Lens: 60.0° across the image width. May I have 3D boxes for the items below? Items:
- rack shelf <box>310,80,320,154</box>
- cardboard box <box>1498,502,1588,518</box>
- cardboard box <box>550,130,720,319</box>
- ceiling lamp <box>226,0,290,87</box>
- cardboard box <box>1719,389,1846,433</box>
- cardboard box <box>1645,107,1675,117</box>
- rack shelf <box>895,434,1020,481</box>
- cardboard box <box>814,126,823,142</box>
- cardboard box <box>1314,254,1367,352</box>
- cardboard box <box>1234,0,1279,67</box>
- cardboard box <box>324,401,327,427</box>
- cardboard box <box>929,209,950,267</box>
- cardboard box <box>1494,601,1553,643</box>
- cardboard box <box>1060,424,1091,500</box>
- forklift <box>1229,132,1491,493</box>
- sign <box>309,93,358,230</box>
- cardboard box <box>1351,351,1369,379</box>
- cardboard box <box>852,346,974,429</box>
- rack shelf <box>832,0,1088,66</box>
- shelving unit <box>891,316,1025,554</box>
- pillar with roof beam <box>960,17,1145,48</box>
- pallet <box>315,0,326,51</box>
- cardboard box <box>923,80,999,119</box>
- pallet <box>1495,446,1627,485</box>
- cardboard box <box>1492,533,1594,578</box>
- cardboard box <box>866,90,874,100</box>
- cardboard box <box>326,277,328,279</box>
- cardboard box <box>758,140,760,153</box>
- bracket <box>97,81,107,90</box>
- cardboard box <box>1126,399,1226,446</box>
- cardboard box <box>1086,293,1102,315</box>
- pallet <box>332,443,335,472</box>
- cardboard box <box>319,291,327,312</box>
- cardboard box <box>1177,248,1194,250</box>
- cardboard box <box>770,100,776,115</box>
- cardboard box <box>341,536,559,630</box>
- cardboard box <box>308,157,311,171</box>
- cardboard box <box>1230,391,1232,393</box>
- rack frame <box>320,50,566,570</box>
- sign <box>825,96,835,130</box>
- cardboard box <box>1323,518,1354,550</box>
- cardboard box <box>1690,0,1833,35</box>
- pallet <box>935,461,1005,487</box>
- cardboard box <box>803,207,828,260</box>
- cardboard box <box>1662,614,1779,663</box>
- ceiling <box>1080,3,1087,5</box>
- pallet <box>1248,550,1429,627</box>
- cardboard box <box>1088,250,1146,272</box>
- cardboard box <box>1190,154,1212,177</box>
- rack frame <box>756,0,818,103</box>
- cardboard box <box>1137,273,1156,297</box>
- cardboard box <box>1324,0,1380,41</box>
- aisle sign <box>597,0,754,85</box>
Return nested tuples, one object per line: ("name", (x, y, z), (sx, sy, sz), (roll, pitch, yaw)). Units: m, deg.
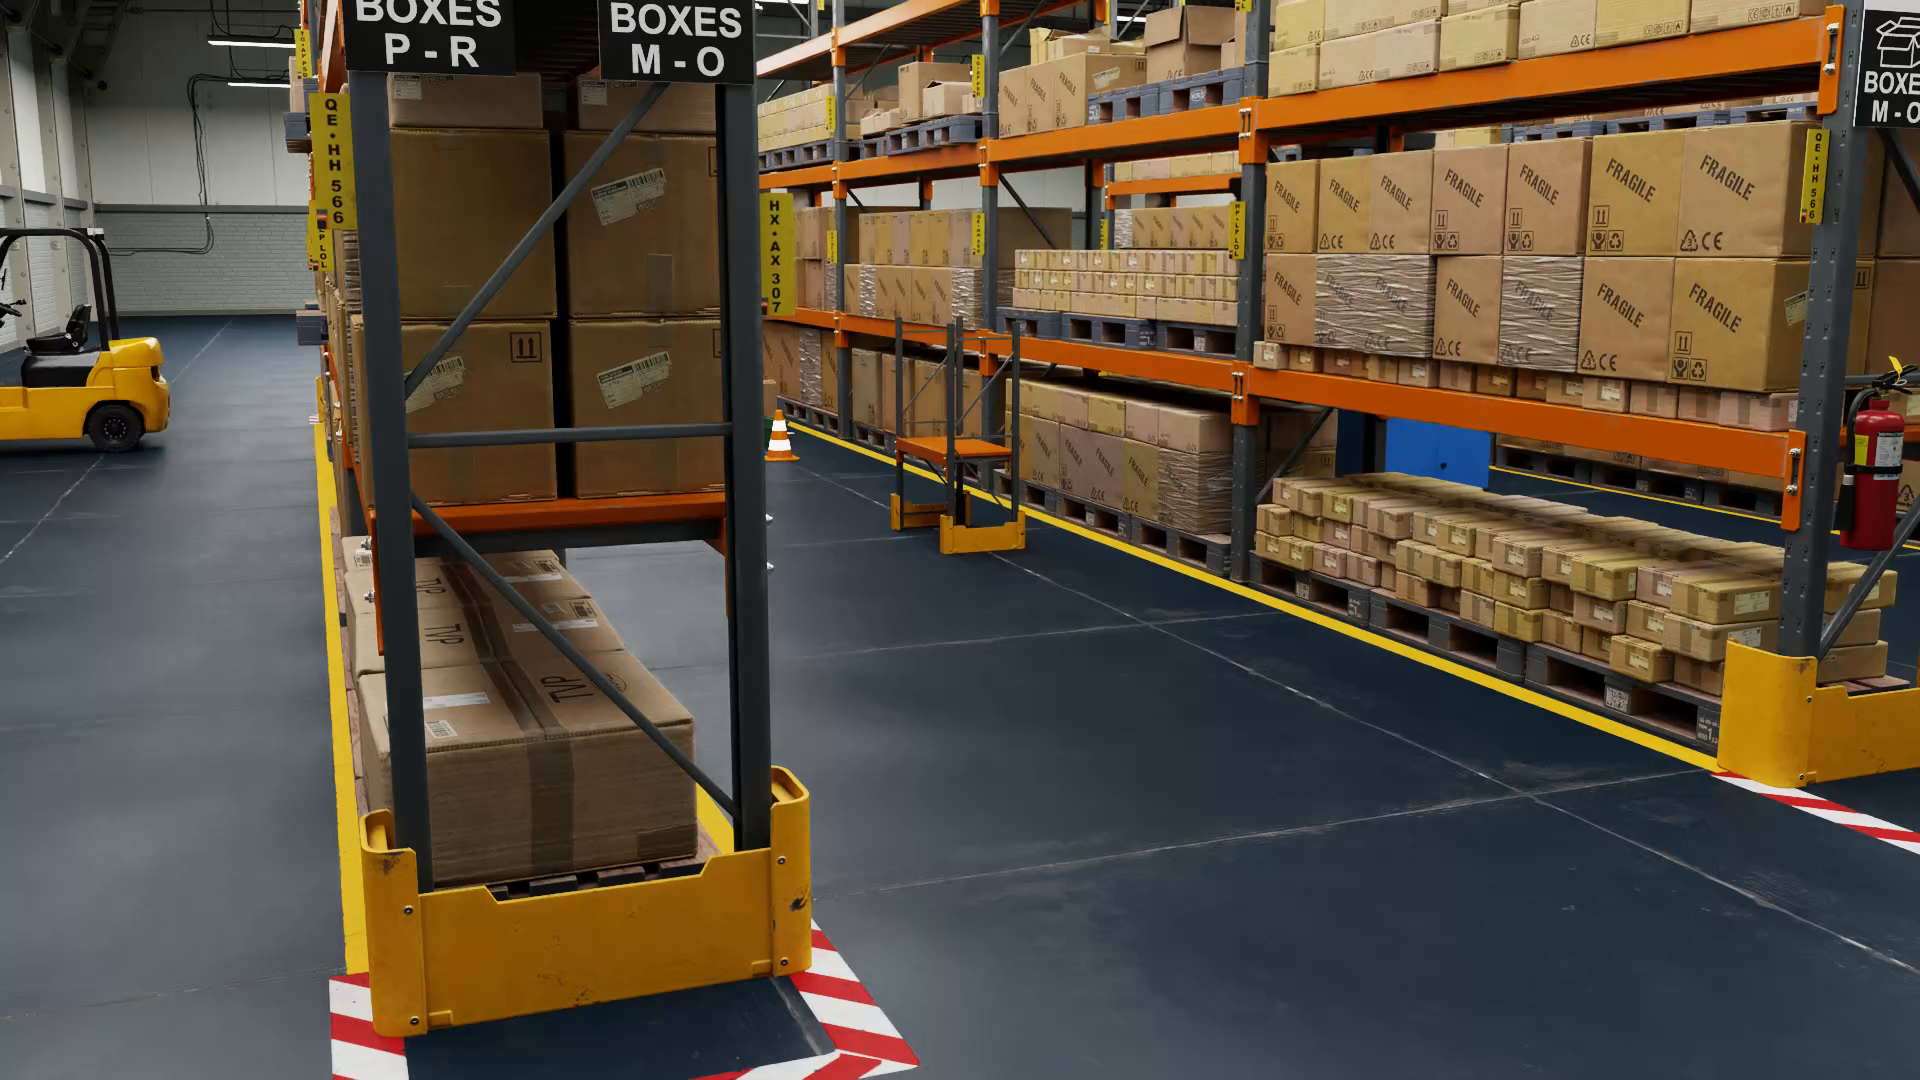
("rack shelf", (-3.188, -2.370, 9.666), (1.077, 0.370, 4.000), (-4, 11, -21))
("cardboard box", (3.026, -0.098, 8.646), (0.380, 0.149, 0.250), (-4, 11, -23))
("cardboard box", (-0.923, -0.906, 4.806), (0.500, 0.500, 0.500), (-4, 11, -22))
("ceiling lamp", (-17.069, -12.788, 40.948), (2.000, 3.185, 0.800), (-4, 11, -21))
("cardboard box", (3.181, -0.510, 6.439), (0.380, 0.149, 0.250), (-4, 11, -21))
("cardboard box", (6.006, -3.705, 13.634), (0.500, 0.500, 0.500), (-3, 11, -18))
("rack shelf", (-0.031, -0.575, 11.399), (0.538, 0.185, 1.000), (-4, 11, -21))
("cardboard box", (-1.307, -4.246, 17.396), (0.380, 0.149, 0.250), (-4, 11, -20))
("cardboard box", (2.244, -1.270, 8.859), (0.500, 0.500, 0.500), (-4, 11, -21))
("cardboard box", (2.078, -3.053, 9.968), (0.700, 0.500, 0.500), (-4, 11, -21))
("cardboard box", (-6.030, -1.245, 16.507), (0.500, 0.250, 0.500), (-4, 11, -22))
("cardboard box", (0.138, -2.686, 14.813), (0.700, 0.500, 0.500), (-4, 11, -22))
("cardboard box", (2.722, 0.365, 7.747), (0.380, 0.149, 0.250), (-4, 11, -23))
("cardboard box", (1.058, -0.583, 12.073), (0.500, 0.500, 0.500), (-4, 11, -22))
("forklift", (2.711, -1.709, 12.657), (1.130, 2.935, 3.031), (-4, 11, -22))
("sign", (-1.525, -0.922, 4.057), (0.100, 0.325, 0.005), (-4, 11, -21))
("cardboard box", (2.312, -0.938, 8.847), (0.380, 0.149, 0.250), (-4, 11, -23))
("cardboard box", (-0.477, -1.561, 16.853), (1.050, 0.750, 0.750), (-4, 11, -21))
("rack shelf", (-0.061, -4.633, 14.968), (1.077, 0.370, 4.000), (-4, 11, -21))
("shelving unit", (-0.028, -0.751, 11.359), (0.587, 1.500, 1.083), (-4, 11, -21))
("pillar with roof beam", (2.450, -11.969, 53.013), (9.100, 9.000, 0.548), (-4, 11, -21))
("pallet", (-2.177, -2.220, 7.021), (1.003, 0.211, 1.213), (-4, 11, -21))
("cardboard box", (0.005, -3.745, 14.112), (0.500, 0.311, 0.500), (-4, 11, -21))
("pallet", (5.539, -0.696, 14.731), (1.003, 0.211, 1.213), (-4, 11, -21))
("cardboard box", (2.701, 0.070, 7.705), (0.380, 0.149, 0.250), (-3, 11, -19))
("cardboard box", (-0.786, -4.723, 17.796), (0.380, 0.149, 0.250), (-4, 11, -21))
("cardboard box", (-3.604, -1.481, 10.181), (0.500, 0.250, 0.500), (-4, 11, -21))
("cardboard box", (-2.227, -4.660, 19.722), (0.380, 0.149, 0.250), (-4, 11, -21))
("bracket", (-23.575, -12.493, 45.678), (0.235, 0.232, 0.430), (-4, 11, -21))
("cardboard box", (1.434, -0.787, 11.076), (0.500, 0.250, 0.500), (-3, 11, -18))
("cardboard box", (1.120, -1.685, 11.847), (0.380, 0.149, 0.250), (-4, 11, -20))
("pallet", (-5.079, -0.727, 14.902), (1.003, 0.211, 1.213), (-4, 11, -21))
("cardboard box", (-4.549, -1.773, 12.339), (0.380, 0.149, 0.250), (-4, 11, -21))
("cardboard box", (3.202, -3.372, 20.675), (0.875, 0.500, 0.500), (-4, 11, -21))
("cardboard box", (-1.951, -4.929, 18.958), (0.380, 0.149, 0.250), (-4, 11, -22))
("cardboard box", (-2.336, 0.243, 7.604), (0.875, 0.438, 0.875), (-4, 11, -22))
("cardboard box", (-6.995, -4.158, 18.381), (0.380, 0.149, 0.250), (-4, 11, -21))
("cardboard box", (3.551, -1.992, 19.994), (0.500, 0.500, 0.500), (0, 10, -3))
("rack frame", (-2.464, -0.921, 8.031), (1.000, 3.000, 0.127), (-4, 11, -21))
("sign", (-1.302, -4.292, 16.716), (0.100, 0.325, 0.005), (-4, 11, -21))
("cardboard box", (2.244, -0.048, 9.219), (0.380, 0.149, 0.250), (-4, 11, -21))
("cardboard box", (3.151, -2.059, 6.292), (0.500, 0.250, 0.500), (-4, 11, -22))
("pallet", (0.448, -0.665, 14.554), (1.003, 0.211, 1.213), (-4, 11, -21))
("cardboard box", (-1.195, -3.307, 17.937), (0.875, 0.550, 0.550), (-4, 11, -21))
("cardboard box", (3.106, 0.384, 6.788), (0.380, 0.149, 0.250), (-4, 11, -22))
("ceiling", (1.944, -15.236, 45.683), (6.000, 0.001, 6.000), (-4, 11, -21))
("pallet", (2.390, 0.229, 9.530), (1.003, 0.211, 1.213), (-4, 11, -21))
("cardboard box", (1.128, -1.978, 11.794), (0.380, 0.149, 0.250), (-4, 11, -19))
("cardboard box", (3.096, -4.485, 19.932), (0.500, 0.250, 0.500), (-4, 11, -21))
("rack frame", (-2.235, -6.164, 20.376), (1.000, 3.000, 0.127), (-4, 11, -21))
("cardboard box", (1.405, -1.704, 11.102), (0.380, 0.149, 0.250), (-5, 11, -24))
("cardboard box", (2.240, -2.725, 8.610), (0.500, 0.250, 0.500), (-4, 11, -21))
("aisle sign", (-0.718, -1.554, 4.170), (0.394, 0.787, 0.004), (-4, 11, -21))
